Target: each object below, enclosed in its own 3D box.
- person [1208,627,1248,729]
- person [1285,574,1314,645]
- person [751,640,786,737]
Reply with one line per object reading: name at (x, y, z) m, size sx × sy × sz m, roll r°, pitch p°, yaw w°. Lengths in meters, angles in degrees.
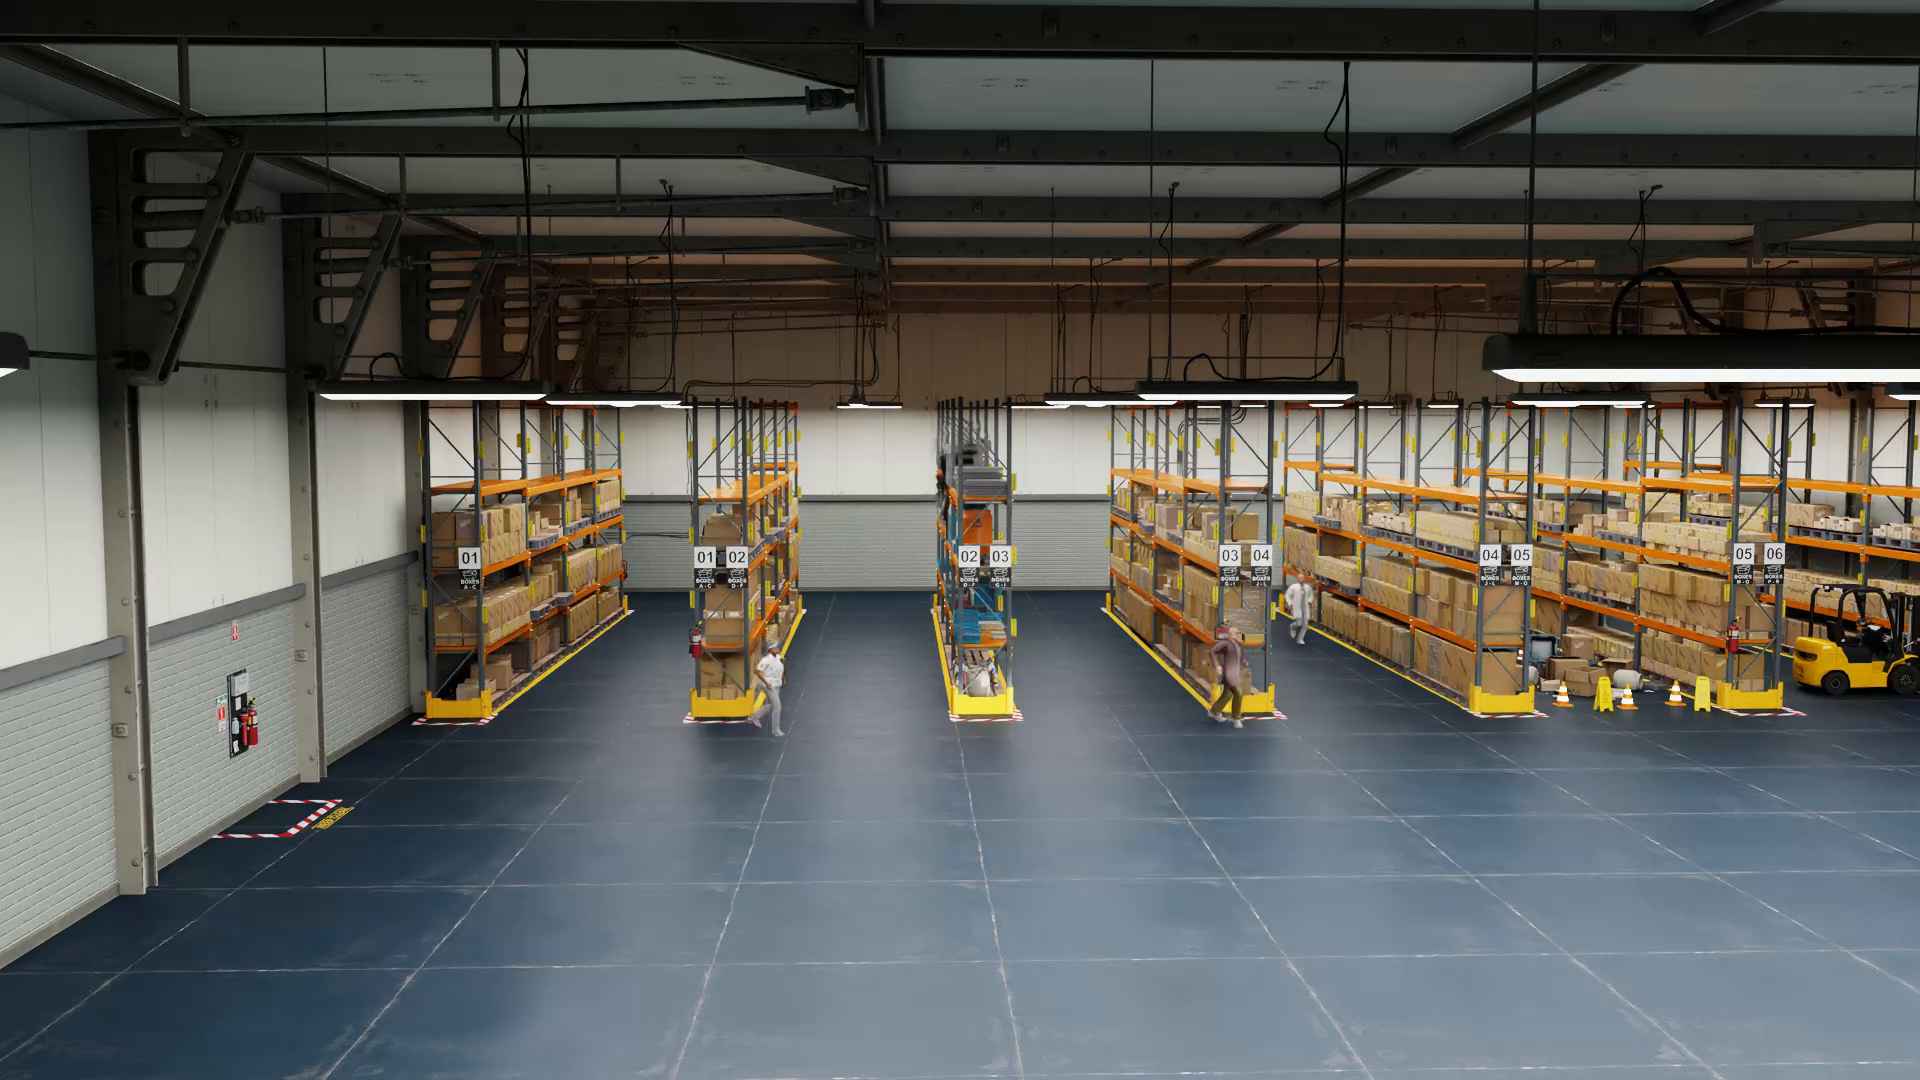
person at (4.908, 2.507, 30.372) m, size 0.814 × 1.845 × 0.700 m, roll 3°, pitch 6°, yaw 37°
person at (8.383, 1.702, 40.936) m, size 0.708 × 1.731 × 0.640 m, roll -1°, pitch 4°, yaw -9°
person at (-3.383, 2.612, 29.503) m, size 0.737 × 1.723 × 0.585 m, roll 2°, pitch 5°, yaw 29°
